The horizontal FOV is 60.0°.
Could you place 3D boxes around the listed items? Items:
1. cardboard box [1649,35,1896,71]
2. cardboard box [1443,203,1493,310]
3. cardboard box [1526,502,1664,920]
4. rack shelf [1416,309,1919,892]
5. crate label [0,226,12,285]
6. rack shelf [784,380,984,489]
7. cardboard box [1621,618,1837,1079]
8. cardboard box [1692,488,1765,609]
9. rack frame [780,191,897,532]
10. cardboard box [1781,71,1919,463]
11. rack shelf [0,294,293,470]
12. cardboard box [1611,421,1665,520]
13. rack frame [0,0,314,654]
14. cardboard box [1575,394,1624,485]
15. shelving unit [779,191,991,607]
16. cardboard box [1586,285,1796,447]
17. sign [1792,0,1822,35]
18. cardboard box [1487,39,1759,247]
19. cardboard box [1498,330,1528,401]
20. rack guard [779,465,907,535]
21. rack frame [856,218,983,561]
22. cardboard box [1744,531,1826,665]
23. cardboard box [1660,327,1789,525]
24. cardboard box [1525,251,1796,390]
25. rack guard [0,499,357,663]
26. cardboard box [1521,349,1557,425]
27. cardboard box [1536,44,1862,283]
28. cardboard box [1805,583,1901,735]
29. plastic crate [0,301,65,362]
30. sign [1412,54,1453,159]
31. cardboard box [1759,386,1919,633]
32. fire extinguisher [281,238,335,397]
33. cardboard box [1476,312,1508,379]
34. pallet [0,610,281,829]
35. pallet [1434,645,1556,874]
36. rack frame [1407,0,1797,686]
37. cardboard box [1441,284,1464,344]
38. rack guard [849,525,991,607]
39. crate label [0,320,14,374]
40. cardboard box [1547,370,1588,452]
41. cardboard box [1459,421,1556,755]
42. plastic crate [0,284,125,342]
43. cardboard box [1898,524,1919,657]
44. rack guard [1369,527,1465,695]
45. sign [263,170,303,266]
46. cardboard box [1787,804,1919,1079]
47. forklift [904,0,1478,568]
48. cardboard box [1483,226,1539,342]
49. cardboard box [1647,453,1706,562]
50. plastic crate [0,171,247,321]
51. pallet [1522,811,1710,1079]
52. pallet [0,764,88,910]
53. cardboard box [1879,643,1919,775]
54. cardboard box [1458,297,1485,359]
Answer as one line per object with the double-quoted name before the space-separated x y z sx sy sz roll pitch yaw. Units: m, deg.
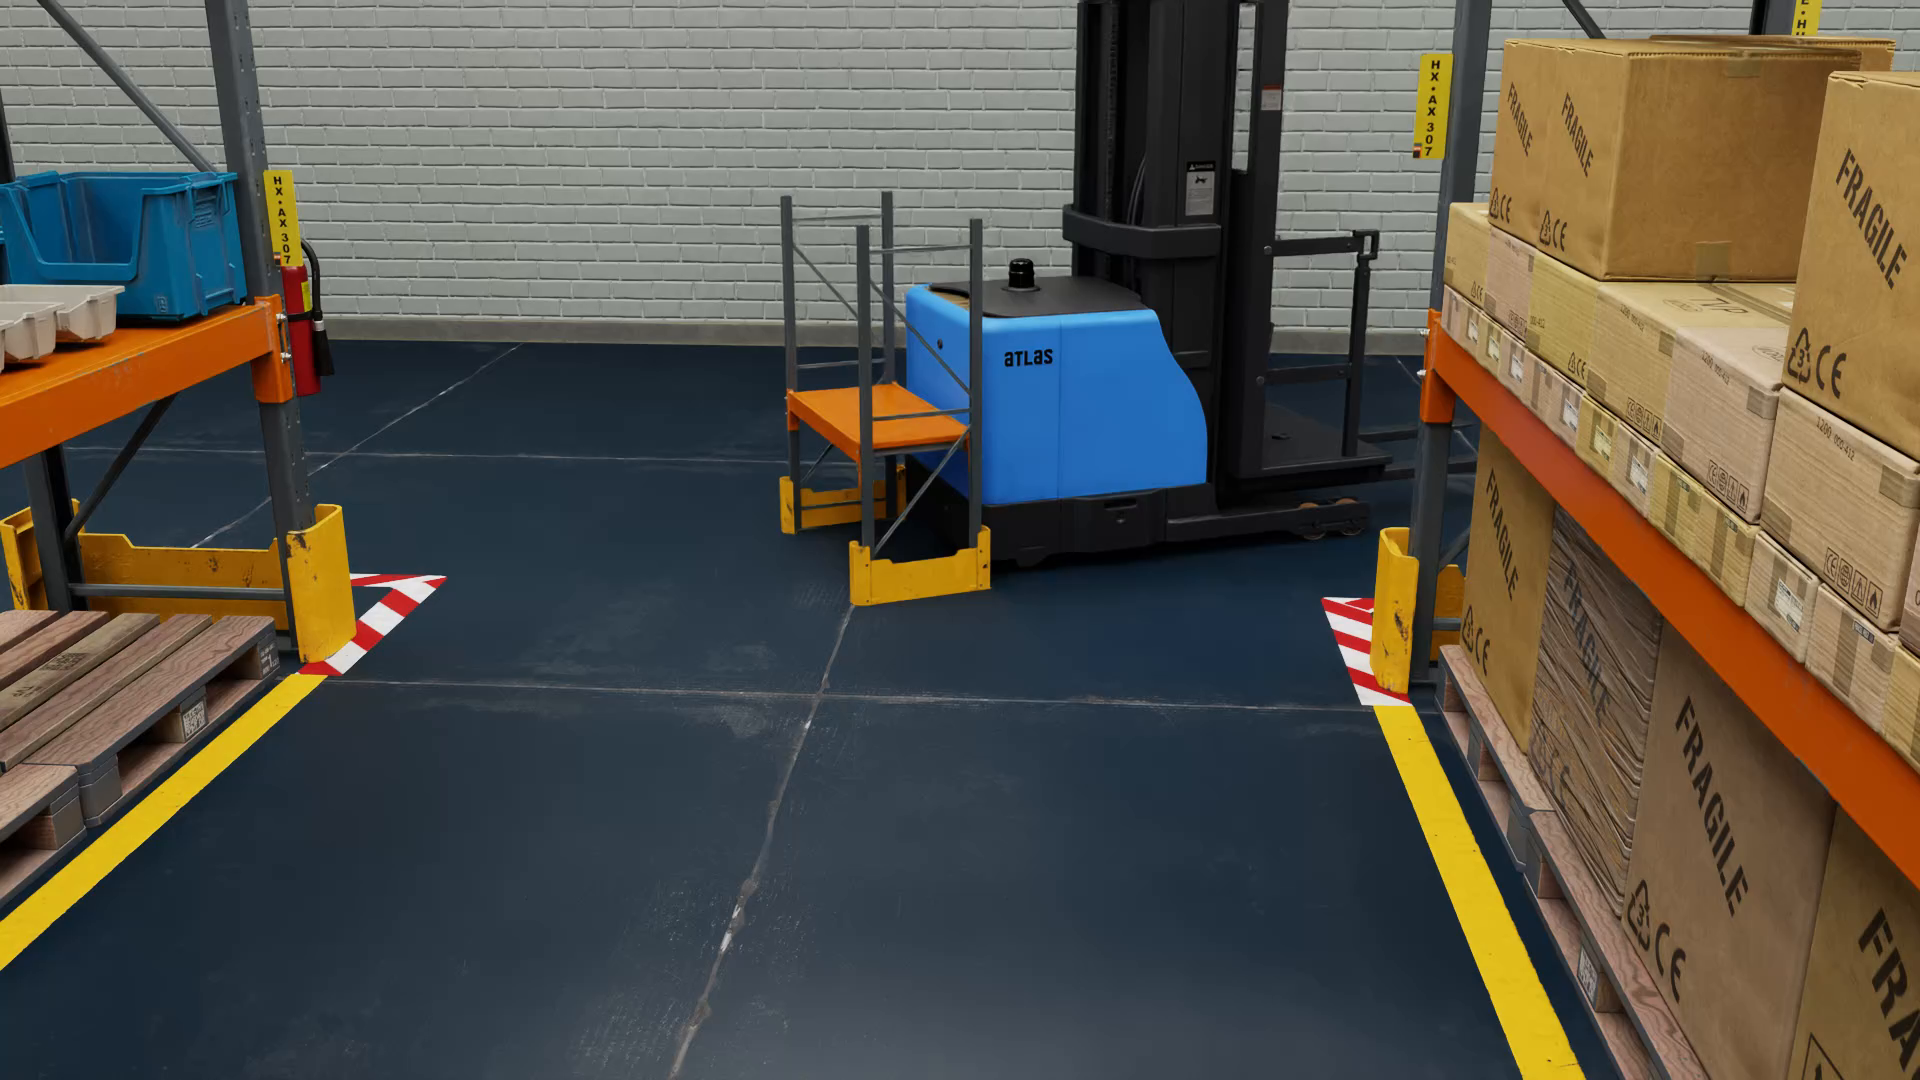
"cardboard box" 2.293 -1.193 4.804 0.500 0.500 0.500 2 18 5
"cardboard box" 1.762 -0.850 4.964 0.500 0.250 0.500 1 18 2
"cardboard box" 2.034 0.370 4.214 0.875 0.875 0.875 1 18 4
"rack shelf" 1.922 0.040 3.640 1.077 0.370 4.000 1 18 4
"crate label" -3.221 -0.914 5.566 0.416 0.233 0.303 1 18 4
"rack shelf" -0.340 -0.462 7.001 0.538 0.185 1.000 -7 19 -21
"cardboard box" 1.970 0.646 3.371 0.875 0.875 0.875 1 18 4
"cardboard box" 1.547 0.017 2.958 0.380 0.149 0.250 2 18 5
"rack frame" -0.529 -0.780 7.393 0.500 1.500 0.032 -7 19 -21
"cardboard box" 1.585 -0.412 2.421 0.500 0.500 0.500 1 18 4
"rack shelf" -3.018 -0.071 3.977 1.077 0.370 4.000 1 18 4
"cardboard box" 1.585 -0.142 3.442 0.380 0.149 0.250 2 18 5
"rack frame" -2.875 -1.034 5.761 1.000 3.000 0.127 1 18 4
"cardboard box" 1.602 -0.223 3.691 0.380 0.149 0.250 1 18 3
"shelving unit" -0.343 -0.635 6.953 0.587 1.500 1.083 -7 19 -21
"cardboard box" 1.659 -0.371 3.500 0.500 0.250 0.500 1 18 3
"sign" 2.606 -1.570 5.156 0.100 0.325 0.005 1 18 4
"cardboard box" 1.726 -1.051 4.373 0.500 0.500 0.500 1 18 3
"cardboard box" 1.658 -0.461 4.416 0.380 0.149 0.250 1 18 3
"rack guard" -0.529 -0.185 7.587 0.587 0.250 0.087 -7 19 -21
"rack frame" -0.150 -0.486 6.497 0.500 1.500 0.032 -7 19 -21
"cardboard box" 1.529 0.097 2.714 0.380 0.149 0.250 2 18 5
"cardboard box" 1.620 -0.213 3.020 0.500 0.250 0.500 2 18 5
"cardboard box" 1.691 -0.533 3.995 0.500 0.250 0.500 1 18 2
"rack guard" -2.886 0.146 6.174 1.175 0.500 0.348 1 18 4
"cardboard box" 1.639 -0.382 4.175 0.380 0.149 0.250 1 18 3
"cardboard box" 1.695 -0.890 3.882 0.500 0.500 0.500 1 18 2
"cardboard box" 1.510 0.177 2.470 0.380 0.149 0.250 1 18 3
"plastic crate" -2.788 -0.590 4.734 0.396 0.136 0.243 1 18 4
"sign" 1.512 -1.387 5.320 0.100 0.325 0.005 1 18 4
"cardboard box" 1.583 -0.055 2.536 0.500 0.250 0.500 2 18 6
"fire extinguisher" -2.411 -0.857 5.943 0.296 0.674 0.183 1 18 4
"cardboard box" 1.676 -0.542 4.663 0.380 0.149 0.250 1 18 3
"pallet" -2.973 0.546 5.416 1.003 0.211 1.213 1 18 4
"pallet" 2.086 0.652 5.095 1.003 0.211 1.213 1 18 4
"rack frame" 2.065 -0.923 5.424 1.000 3.000 0.127 1 18 4
"cardboard box" 1.711 -0.701 5.149 0.380 0.149 0.250 1 18 5
"rack guard" -0.158 0.103 6.708 0.587 0.250 0.087 -7 19 -21
"crate label" -2.784 -0.503 4.468 0.396 0.136 0.243 1 18 4
"cardboard box" 1.621 -0.302 3.930 0.380 0.149 0.250 1 18 3
"cardboard box" 2.099 0.087 5.077 0.875 0.875 0.875 1 18 4
"plastic crate" -2.753 -0.680 5.008 0.396 0.136 0.243 1 18 4
"cardboard box" 1.548 0.106 2.046 0.500 0.250 0.500 1 18 3
"rack guard" 2.067 0.257 5.836 1.175 0.500 0.348 1 18 4
"sign" -2.325 -1.104 5.714 0.100 0.325 0.005 1 18 4
"cardboard box" 1.906 0.926 2.518 0.875 0.875 0.875 1 18 4
"forklift" 1.316 -1.539 7.413 3.031 2.935 1.130 -6 19 -19
"cardboard box" 1.731 -0.689 4.471 0.500 0.250 0.500 1 18 3
"cardboard box" 1.565 -0.063 3.201 0.380 0.149 0.250 1 18 3
"plastic crate" -2.713 -0.971 5.416 0.616 0.435 0.499 1 18 4
"pallet" 1.996 1.030 3.941 1.003 0.211 1.213 1 18 4
"pallet" -3.063 0.924 4.263 1.003 0.211 1.213 1 18 4
"cardboard box" 1.492 0.256 2.227 0.380 0.149 0.250 2 18 5
"cardboard box" 1.694 -0.621 4.905 0.380 0.149 0.250 1 18 3
